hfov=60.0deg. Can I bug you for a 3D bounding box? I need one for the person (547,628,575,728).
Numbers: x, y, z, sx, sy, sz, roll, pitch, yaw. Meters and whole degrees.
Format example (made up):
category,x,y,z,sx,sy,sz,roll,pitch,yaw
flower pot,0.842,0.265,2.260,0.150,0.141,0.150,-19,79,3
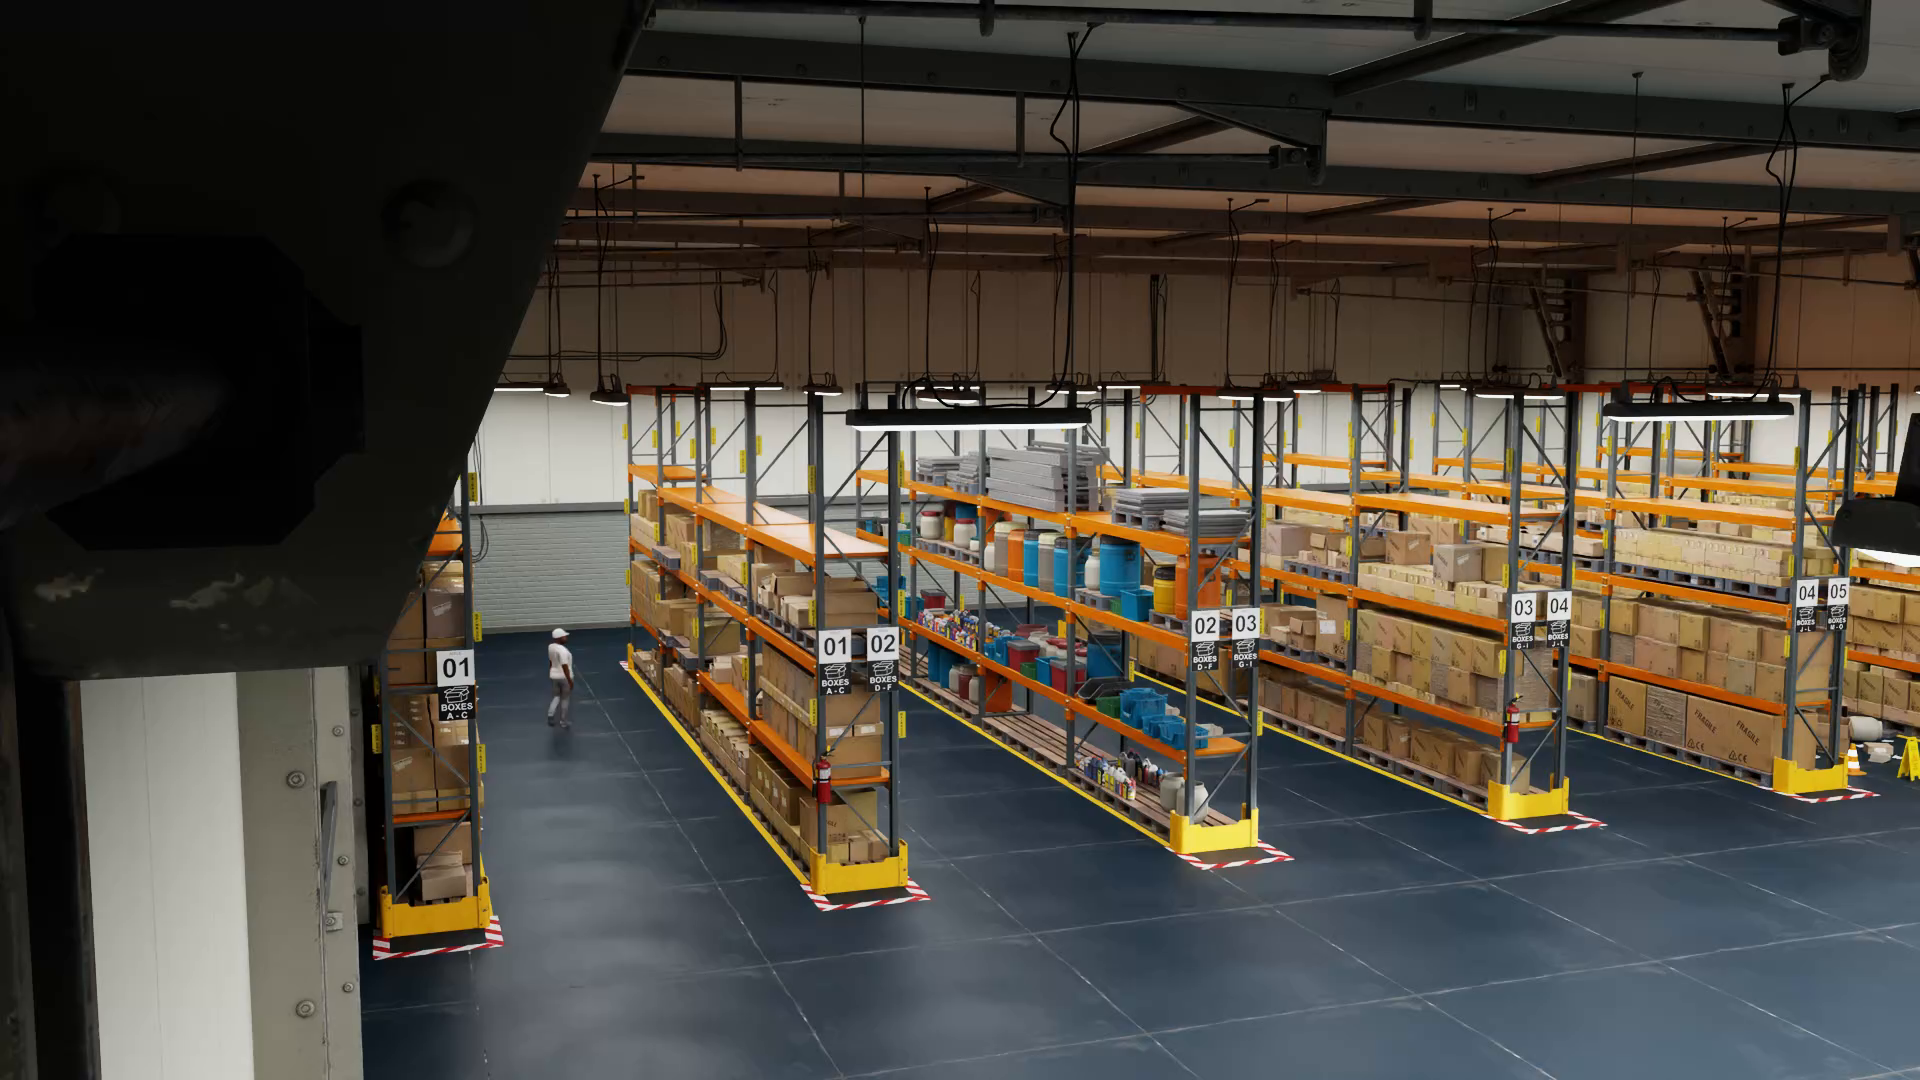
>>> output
category,x,y,z,sx,sy,sz,roll,pitch,yaw
person,-7.034,2.426,29.210,0.557,1.760,0.542,2,6,21
